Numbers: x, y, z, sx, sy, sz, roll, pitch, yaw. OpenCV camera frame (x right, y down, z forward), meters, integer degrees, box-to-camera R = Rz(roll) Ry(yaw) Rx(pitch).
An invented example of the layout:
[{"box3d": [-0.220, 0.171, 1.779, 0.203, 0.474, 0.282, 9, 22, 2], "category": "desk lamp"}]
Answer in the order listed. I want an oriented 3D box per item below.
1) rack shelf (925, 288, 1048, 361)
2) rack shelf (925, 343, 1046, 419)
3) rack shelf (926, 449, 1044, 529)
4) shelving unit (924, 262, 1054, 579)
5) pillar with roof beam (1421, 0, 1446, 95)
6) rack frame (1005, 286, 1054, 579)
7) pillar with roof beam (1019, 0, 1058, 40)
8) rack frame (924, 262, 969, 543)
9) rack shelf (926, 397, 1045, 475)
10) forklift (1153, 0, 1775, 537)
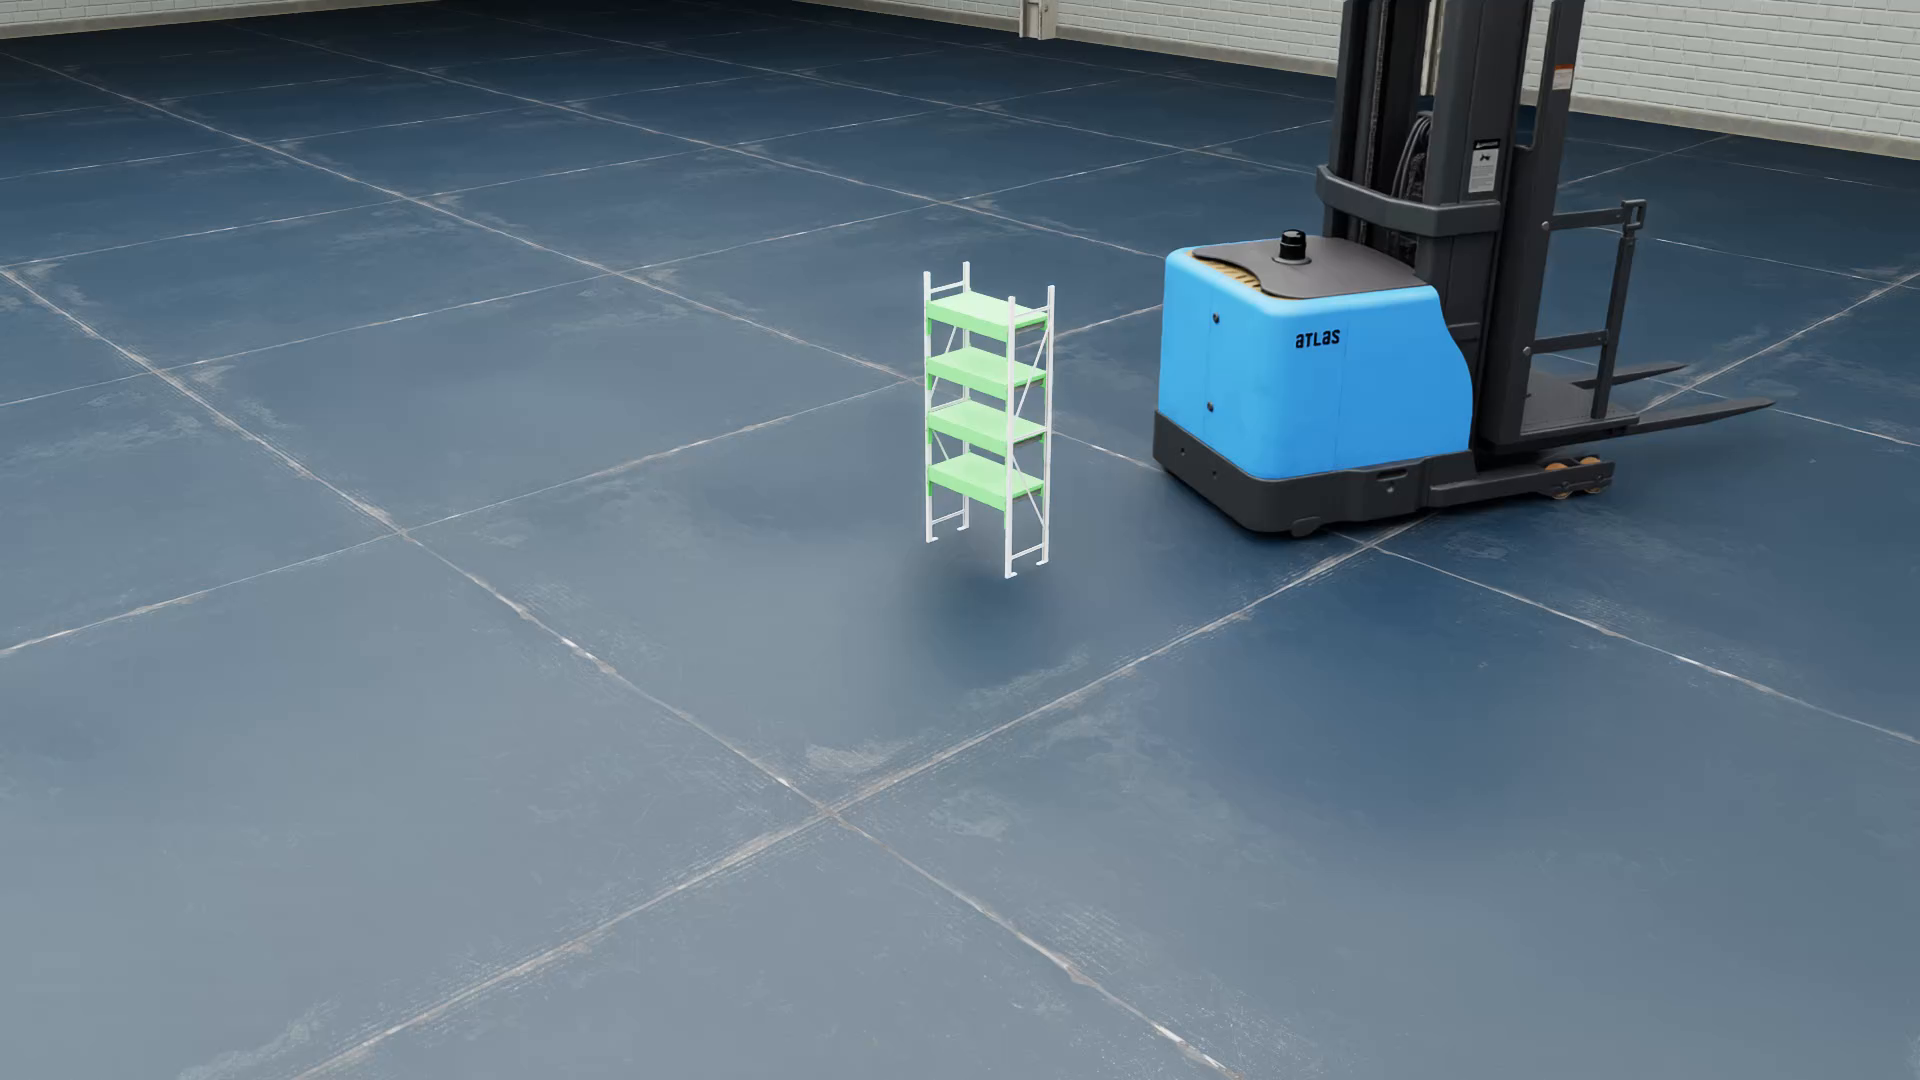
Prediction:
[{"box3d": [0.113, -0.874, 6.718, 0.258, 0.148, 0.480, -21, 32, -38], "category": "rack shelf"}, {"box3d": [0.113, -0.656, 6.818, 0.258, 0.148, 0.480, -21, 32, -38], "category": "rack shelf"}, {"box3d": [0.113, -0.219, 7.017, 0.258, 0.148, 0.480, -21, 32, -38], "category": "rack shelf"}, {"box3d": [0.113, -0.496, 6.891, 0.258, 1.200, 0.503, -21, 32, -38], "category": "shelving unit"}, {"box3d": [1.969, -7.555, 12.970, 9.100, 9.000, 0.400, -21, 32, -38], "category": "pillar with roof beam"}, {"box3d": [0.280, -0.422, 6.729, 0.240, 1.200, 0.015, -21, 32, -38], "category": "rack frame"}, {"box3d": [-2.132, -9.373, 16.954, 9.100, 9.000, 0.400, -21, 32, -38], "category": "pillar with roof beam"}, {"box3d": [-0.054, -0.570, 7.053, 0.240, 1.200, 0.015, -21, 32, -38], "category": "rack frame"}, {"box3d": [0.113, -0.438, 6.918, 0.258, 0.148, 0.480, -21, 32, -38], "category": "rack shelf"}, {"box3d": [2.492, -1.714, 7.476, 3.031, 2.935, 1.130, -9, 26, -19], "category": "forklift"}]
